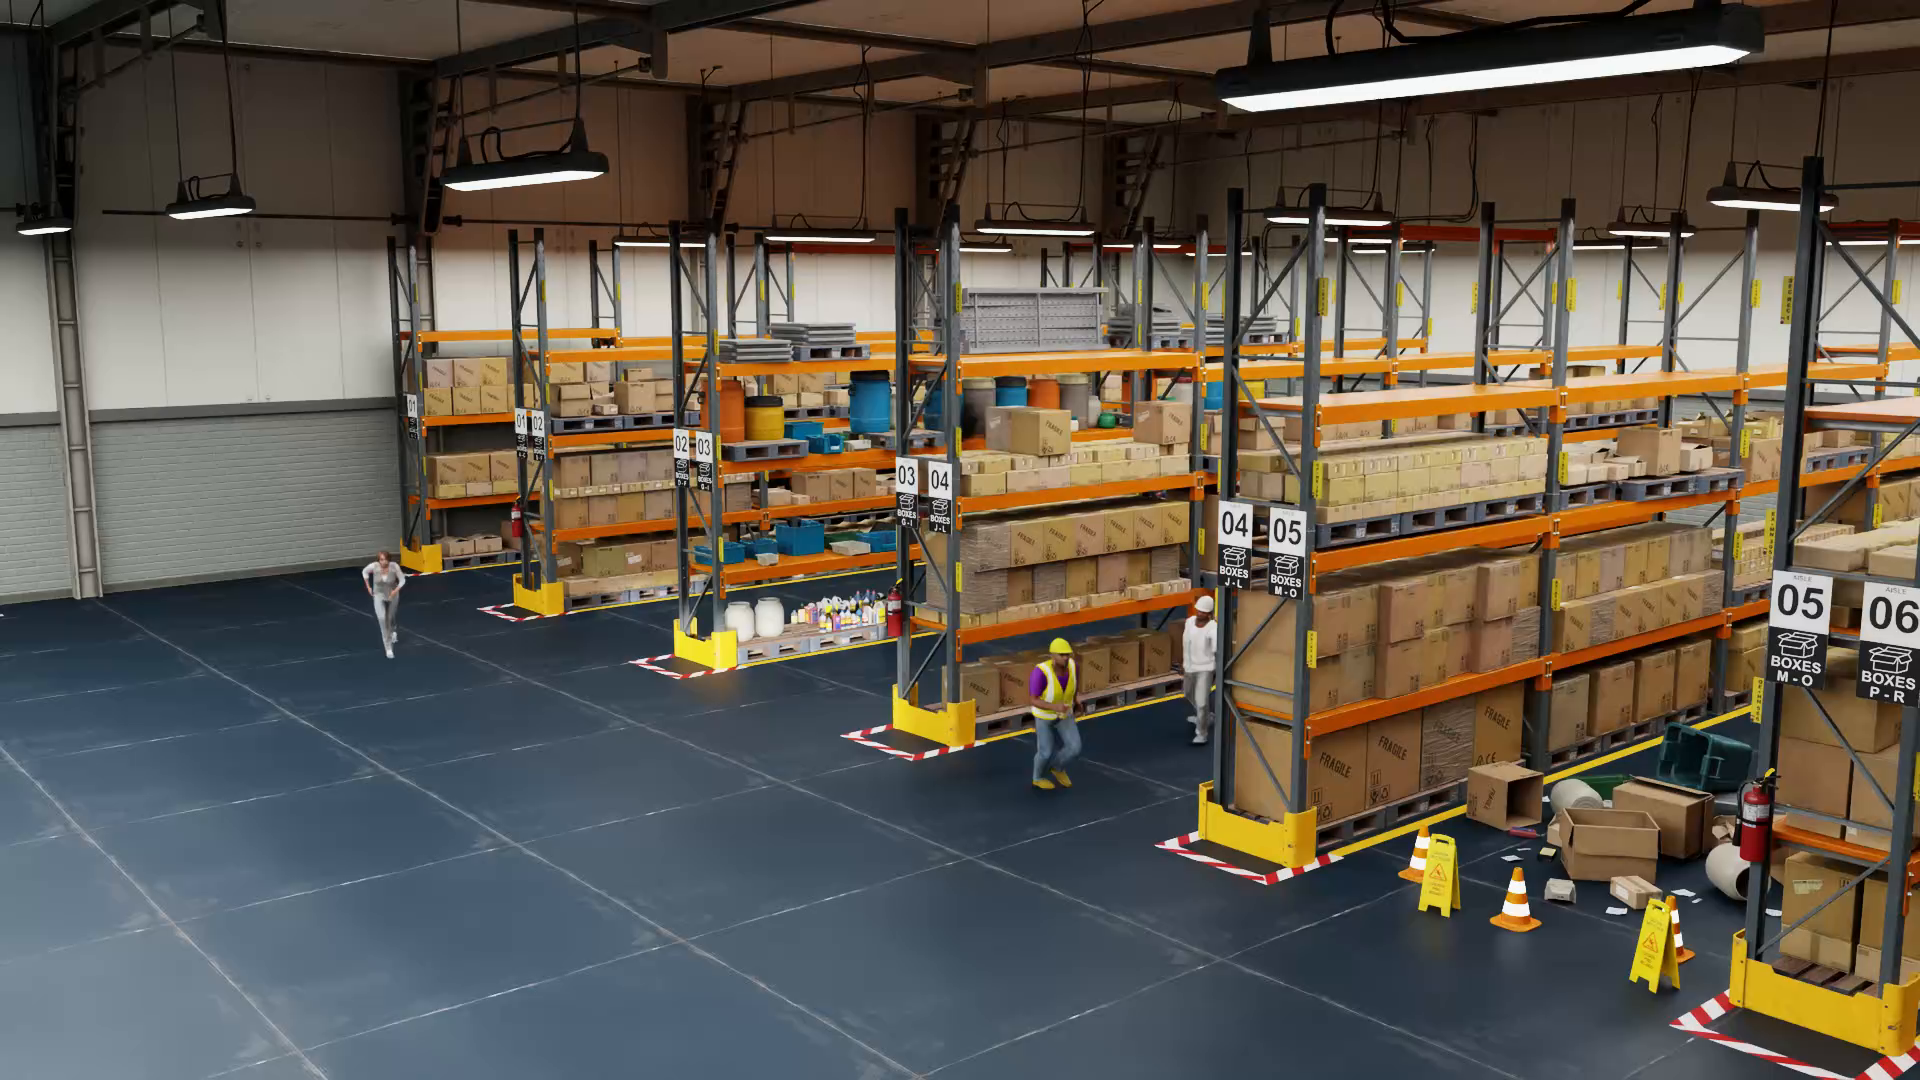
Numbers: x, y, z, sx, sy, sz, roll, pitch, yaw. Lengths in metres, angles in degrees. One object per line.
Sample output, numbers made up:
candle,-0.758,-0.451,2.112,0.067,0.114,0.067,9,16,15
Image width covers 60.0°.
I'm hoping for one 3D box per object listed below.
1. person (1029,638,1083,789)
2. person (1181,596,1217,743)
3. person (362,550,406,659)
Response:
person,0.982,1.775,16.836,0.706,1.652,0.861,-3,9,-21
person,2.767,1.430,19.030,0.759,1.687,0.886,-6,11,-34
person,-8.077,0.850,23.409,0.578,1.546,0.917,-2,9,-13
